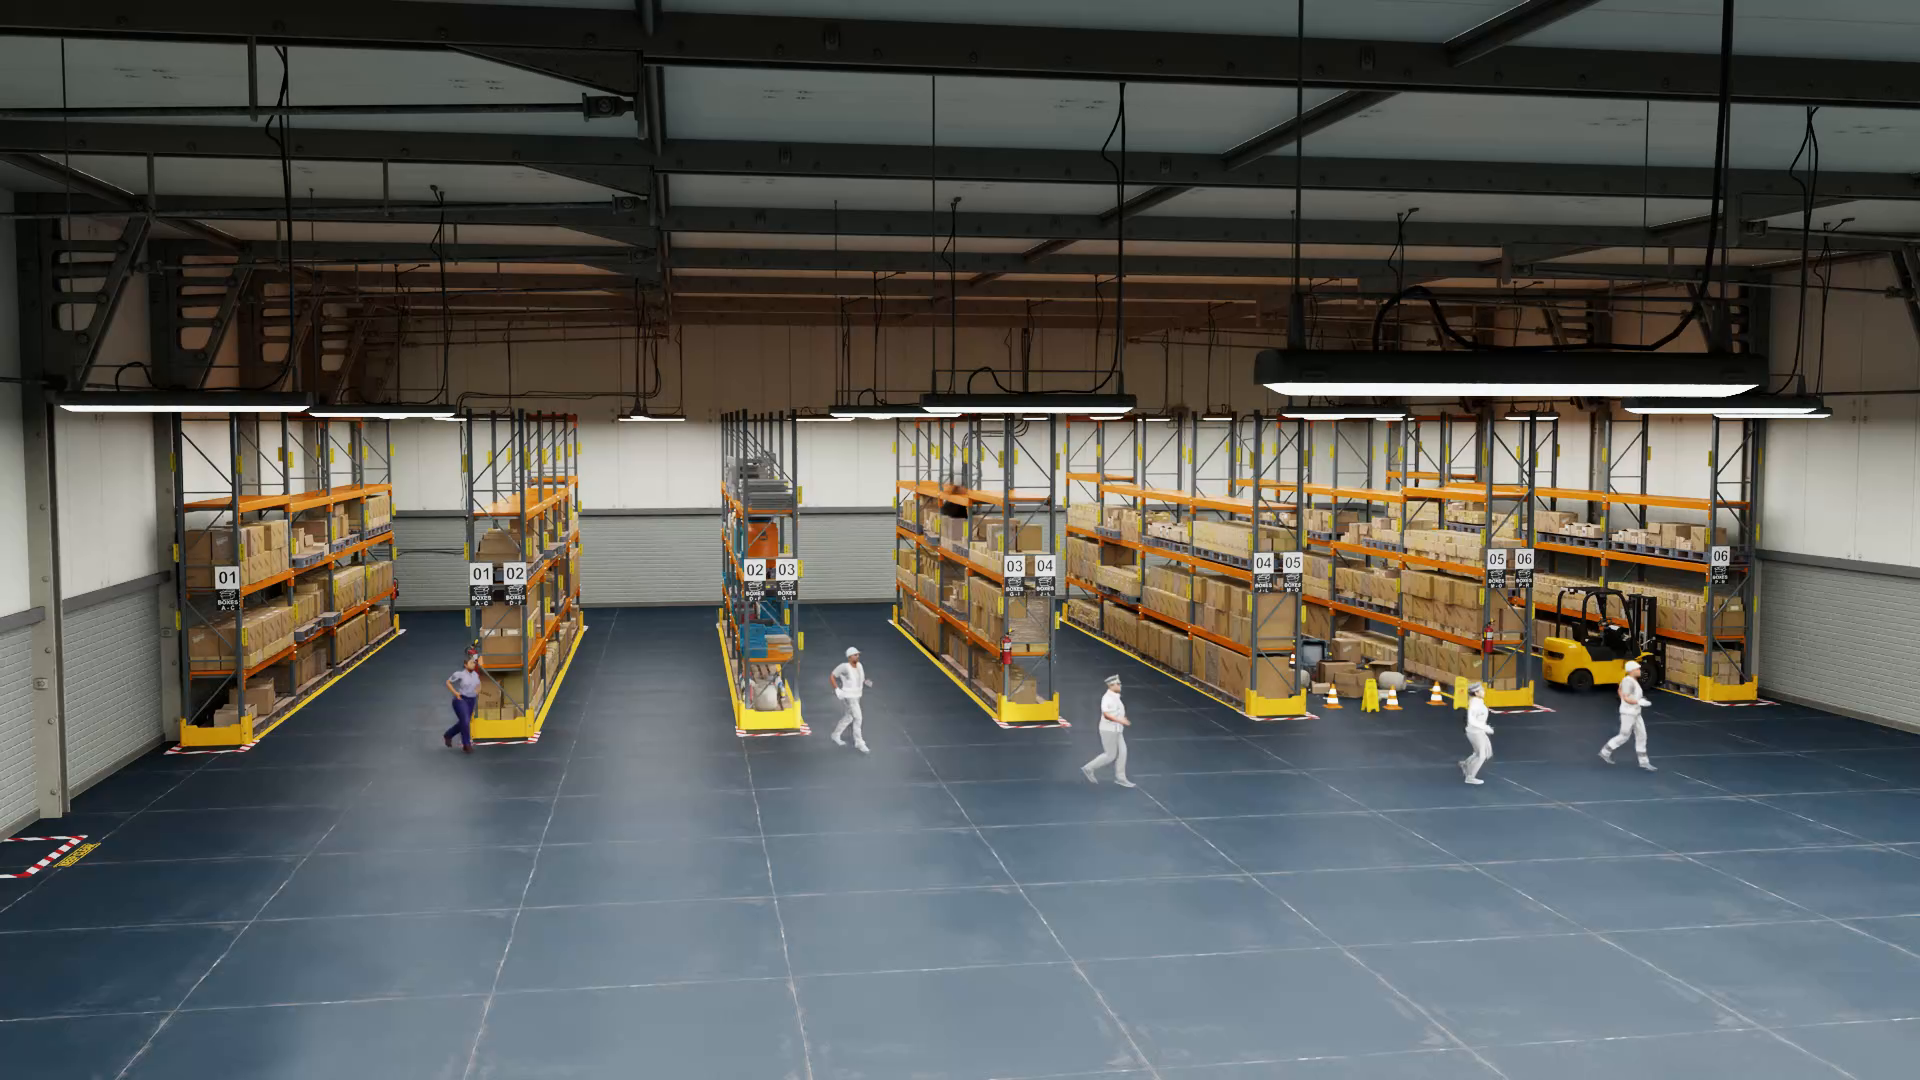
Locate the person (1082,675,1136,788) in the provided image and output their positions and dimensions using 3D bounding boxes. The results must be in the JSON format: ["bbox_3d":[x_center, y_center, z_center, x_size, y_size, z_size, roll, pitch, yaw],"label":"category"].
[{"bbox_3d":[2.364,3.010,26.283,0.839,1.794,0.687,1,4,15],"label":"person"}]

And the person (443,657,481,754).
[{"bbox_3d":[-8.699,2.887,29.275,0.849,1.644,0.634,2,5,31],"label":"person"}]

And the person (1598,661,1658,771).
[{"bbox_3d":[11.078,2.898,27.540,0.923,1.797,0.645,3,5,36],"label":"person"}]

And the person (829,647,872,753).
[{"bbox_3d":[-1.918,2.786,29.262,0.859,1.818,0.668,2,4,25],"label":"person"}]

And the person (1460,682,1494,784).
[{"bbox_3d":[8.214,3.054,26.378,0.528,1.651,0.592,2,4,24],"label":"person"}]
